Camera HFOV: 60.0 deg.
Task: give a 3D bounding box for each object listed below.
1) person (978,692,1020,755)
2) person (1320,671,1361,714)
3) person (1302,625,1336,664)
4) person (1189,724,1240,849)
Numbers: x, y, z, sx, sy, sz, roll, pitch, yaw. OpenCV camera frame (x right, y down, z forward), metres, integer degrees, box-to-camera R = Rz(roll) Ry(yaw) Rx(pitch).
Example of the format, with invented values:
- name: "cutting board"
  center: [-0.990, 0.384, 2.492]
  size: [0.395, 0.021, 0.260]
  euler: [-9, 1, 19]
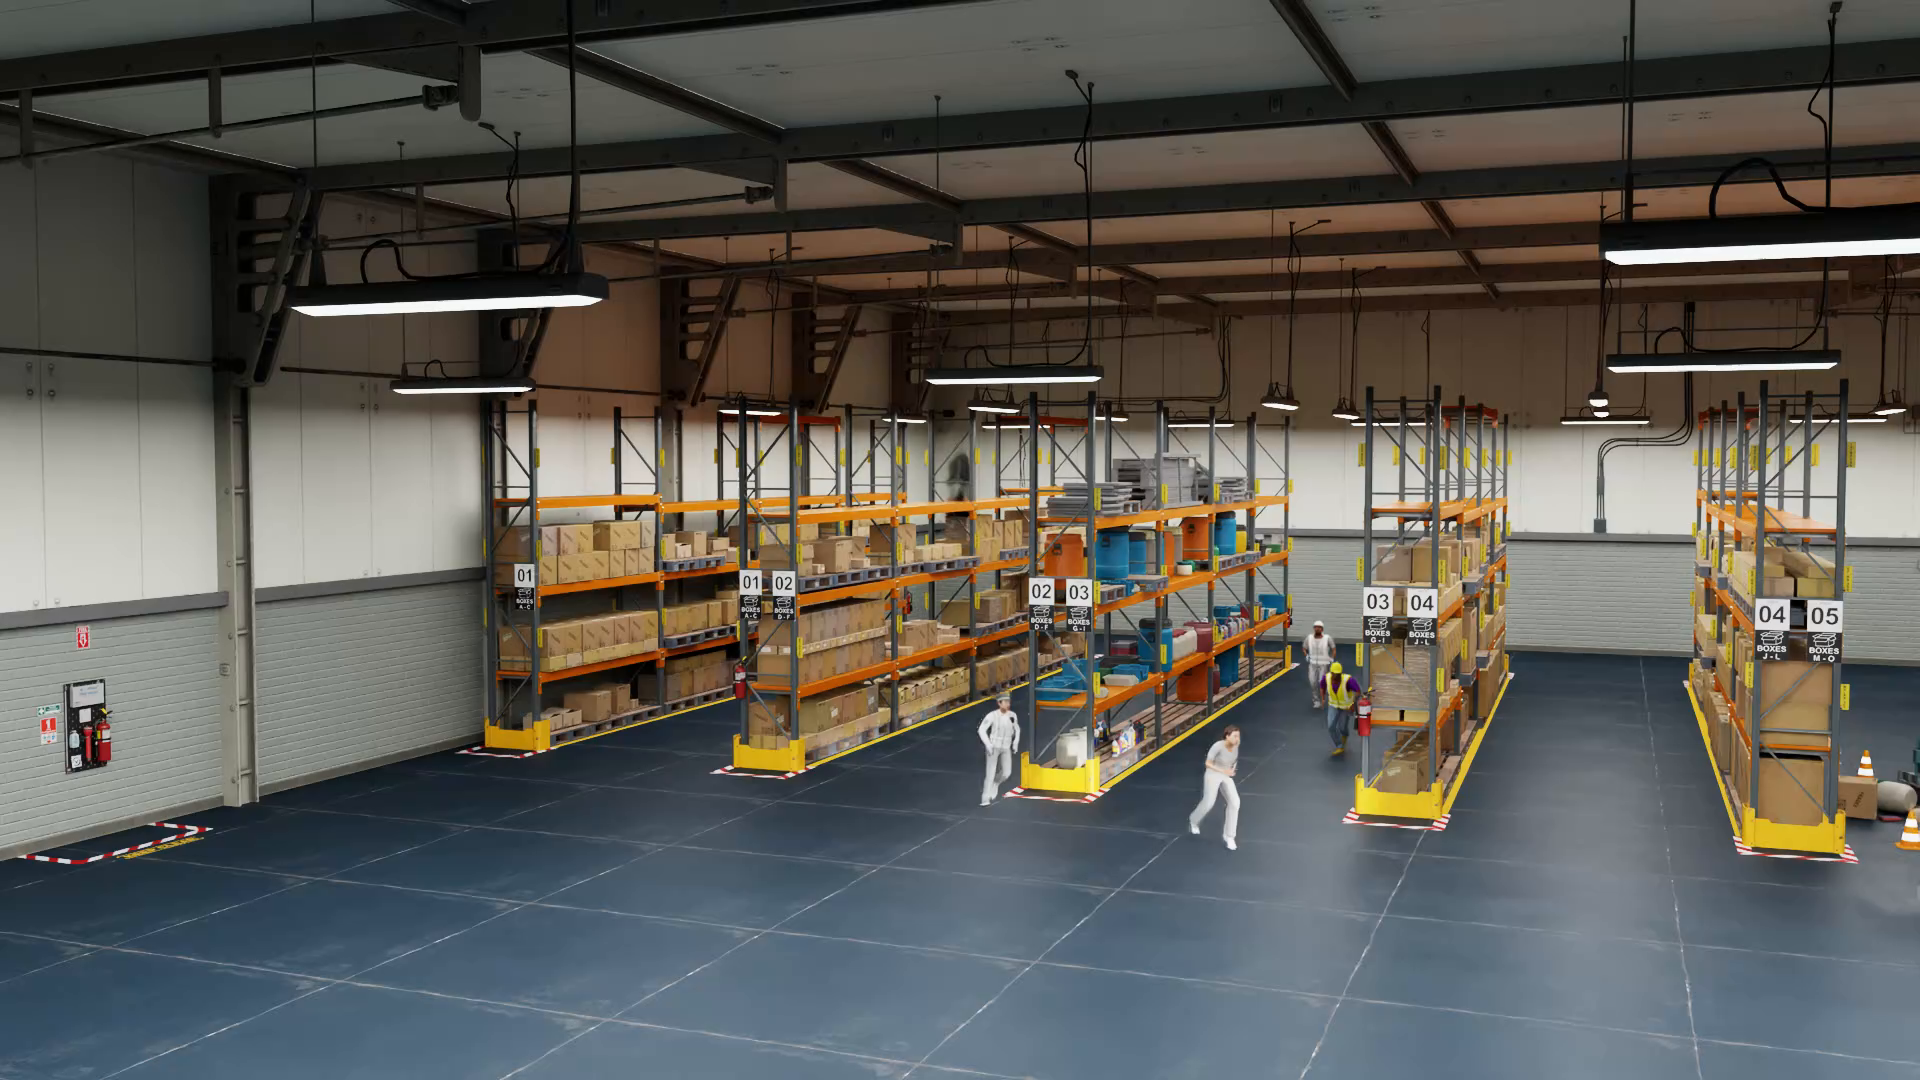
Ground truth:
- name: "person"
  center: [0.597, 2.649, 23.963]
  size: [0.669, 0.915, 0.438]
  euler: [-1, 3, -16]
- name: "person"
  center: [6.386, 2.545, 28.017]
  size: [0.707, 0.786, 0.625]
  euler: [1, 3, 27]
- name: "person"
  center: [7.179, 2.102, 33.349]
  size: [0.686, 0.878, 0.464]
  euler: [1, 3, 20]
- name: "person"
  center: [3.322, 3.163, 21.665]
  size: [0.607, 1.626, 0.957]
  euler: [-2, 3, -31]
